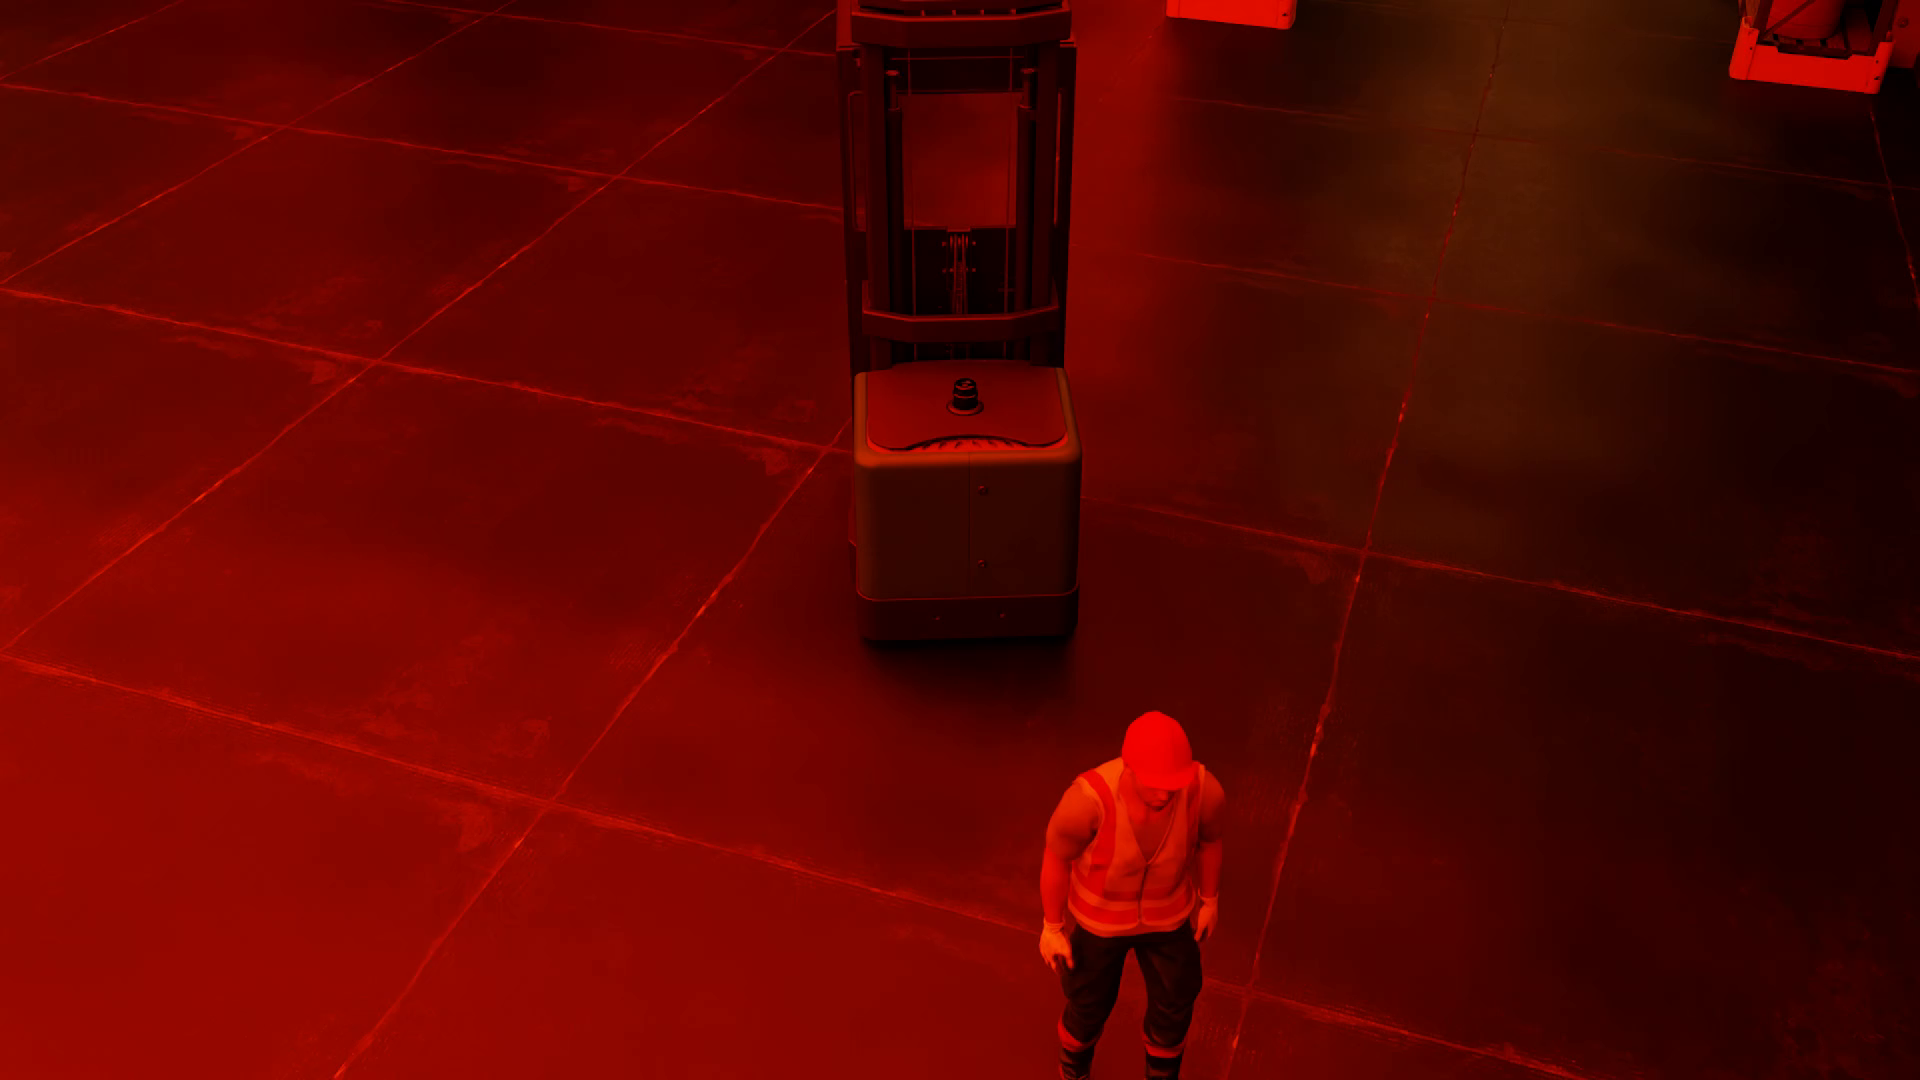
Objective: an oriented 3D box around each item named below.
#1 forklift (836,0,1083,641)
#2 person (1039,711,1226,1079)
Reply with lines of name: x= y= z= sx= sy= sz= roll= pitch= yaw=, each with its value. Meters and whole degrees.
forklift: x=-0.029 y=-1.547 z=8.293 sx=1.130 sy=2.935 sz=3.031 roll=-2 pitch=35 yaw=-2
person: x=0.555 y=1.240 z=5.371 sx=0.612 sy=1.786 sz=0.451 roll=-5 pitch=36 yaw=-7
